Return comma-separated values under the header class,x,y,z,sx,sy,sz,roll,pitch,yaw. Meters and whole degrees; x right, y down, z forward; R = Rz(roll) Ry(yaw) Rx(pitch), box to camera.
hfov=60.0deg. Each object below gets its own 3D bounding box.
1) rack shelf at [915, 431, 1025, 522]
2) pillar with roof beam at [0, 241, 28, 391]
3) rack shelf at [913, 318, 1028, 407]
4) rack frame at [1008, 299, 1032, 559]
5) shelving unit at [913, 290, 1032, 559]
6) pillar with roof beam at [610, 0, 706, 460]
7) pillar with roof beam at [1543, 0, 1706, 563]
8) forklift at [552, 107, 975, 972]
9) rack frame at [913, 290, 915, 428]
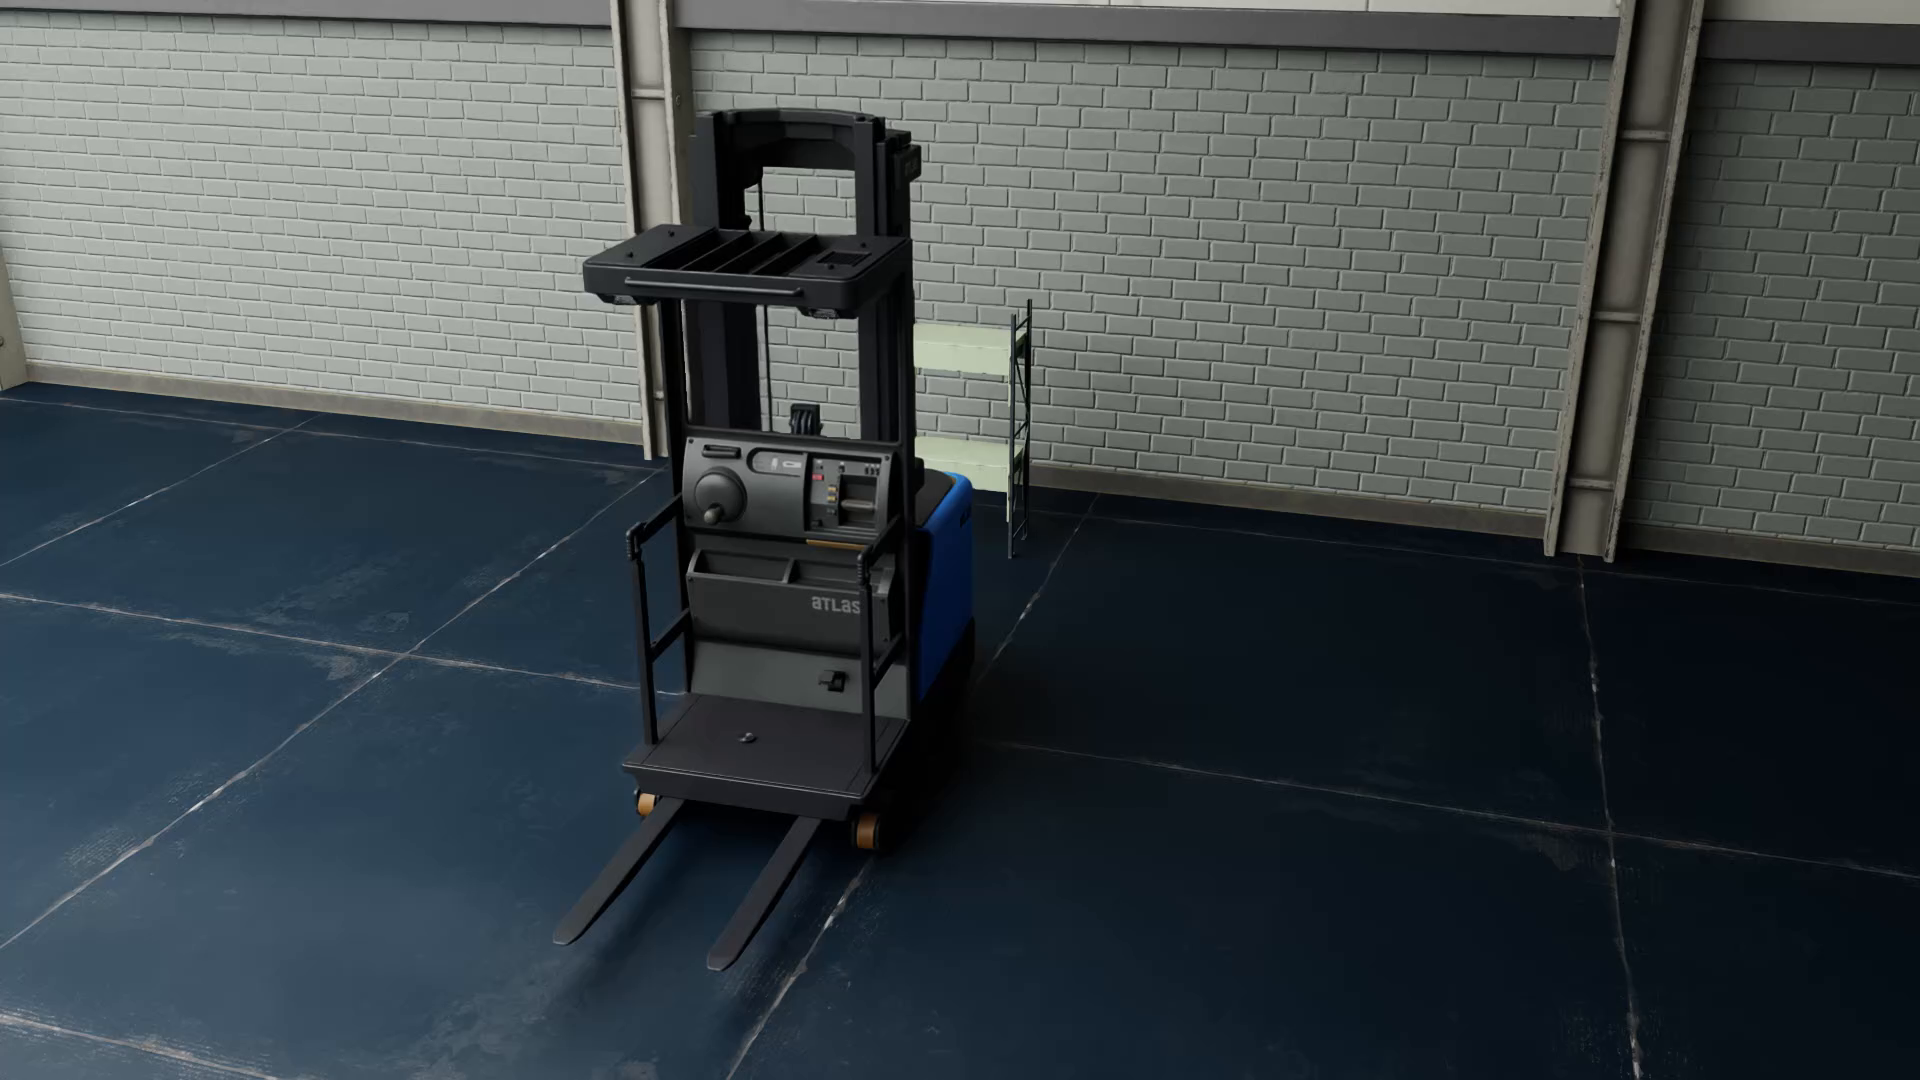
class,x,y,z,sx,sy,sz,roll,pitch,yaw
rack shelf,0.006,-0.392,10.107,0.720,0.370,0.431,7,23,16
pillar with roof beam,-8.966,-3.856,7.813,0.400,9.000,9.100,7,23,16
rack shelf,0.006,-1.054,9.836,0.720,0.370,0.431,7,23,16
rack frame,0.357,-0.653,9.886,0.023,1.500,0.400,7,23,16
shelving unit,0.006,-0.693,9.984,0.755,1.500,0.431,7,23,16
pillar with roof beam,-3.222,-3.198,6.209,0.400,9.000,9.100,7,23,16
pillar with roof beam,2.522,-2.541,4.606,0.400,9.000,9.100,7,23,16
forklift,-0.791,-0.200,6.895,1.130,2.935,3.031,6,23,13
rack frame,-0.344,-0.733,10.081,0.023,1.500,0.400,7,23,16
